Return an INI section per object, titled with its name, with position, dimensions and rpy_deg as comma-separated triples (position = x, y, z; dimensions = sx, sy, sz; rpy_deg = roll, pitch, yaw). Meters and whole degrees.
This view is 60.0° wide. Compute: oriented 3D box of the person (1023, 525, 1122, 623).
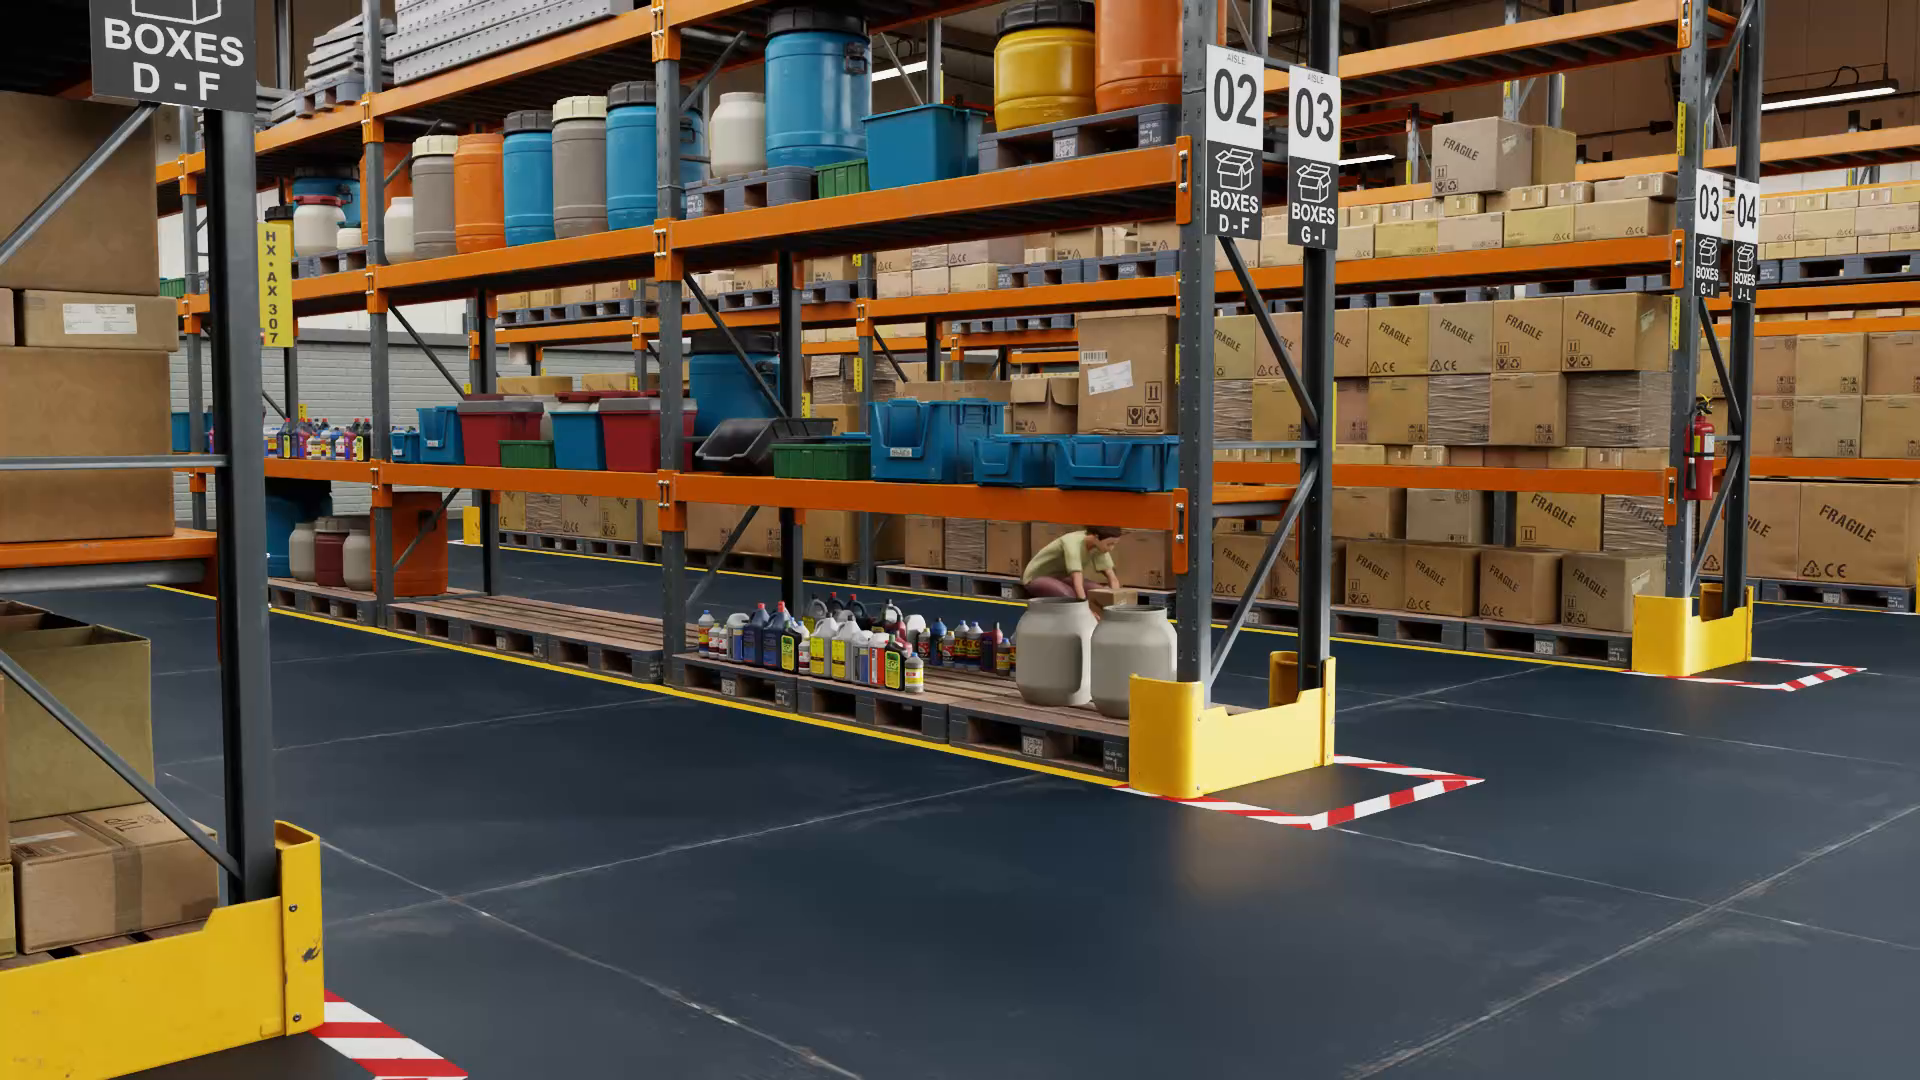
[person]
position = 0.825, 0.302, 11.825
dimensions = 0.491, 0.962, 0.792
rpy_deg = -4, 6, -44
